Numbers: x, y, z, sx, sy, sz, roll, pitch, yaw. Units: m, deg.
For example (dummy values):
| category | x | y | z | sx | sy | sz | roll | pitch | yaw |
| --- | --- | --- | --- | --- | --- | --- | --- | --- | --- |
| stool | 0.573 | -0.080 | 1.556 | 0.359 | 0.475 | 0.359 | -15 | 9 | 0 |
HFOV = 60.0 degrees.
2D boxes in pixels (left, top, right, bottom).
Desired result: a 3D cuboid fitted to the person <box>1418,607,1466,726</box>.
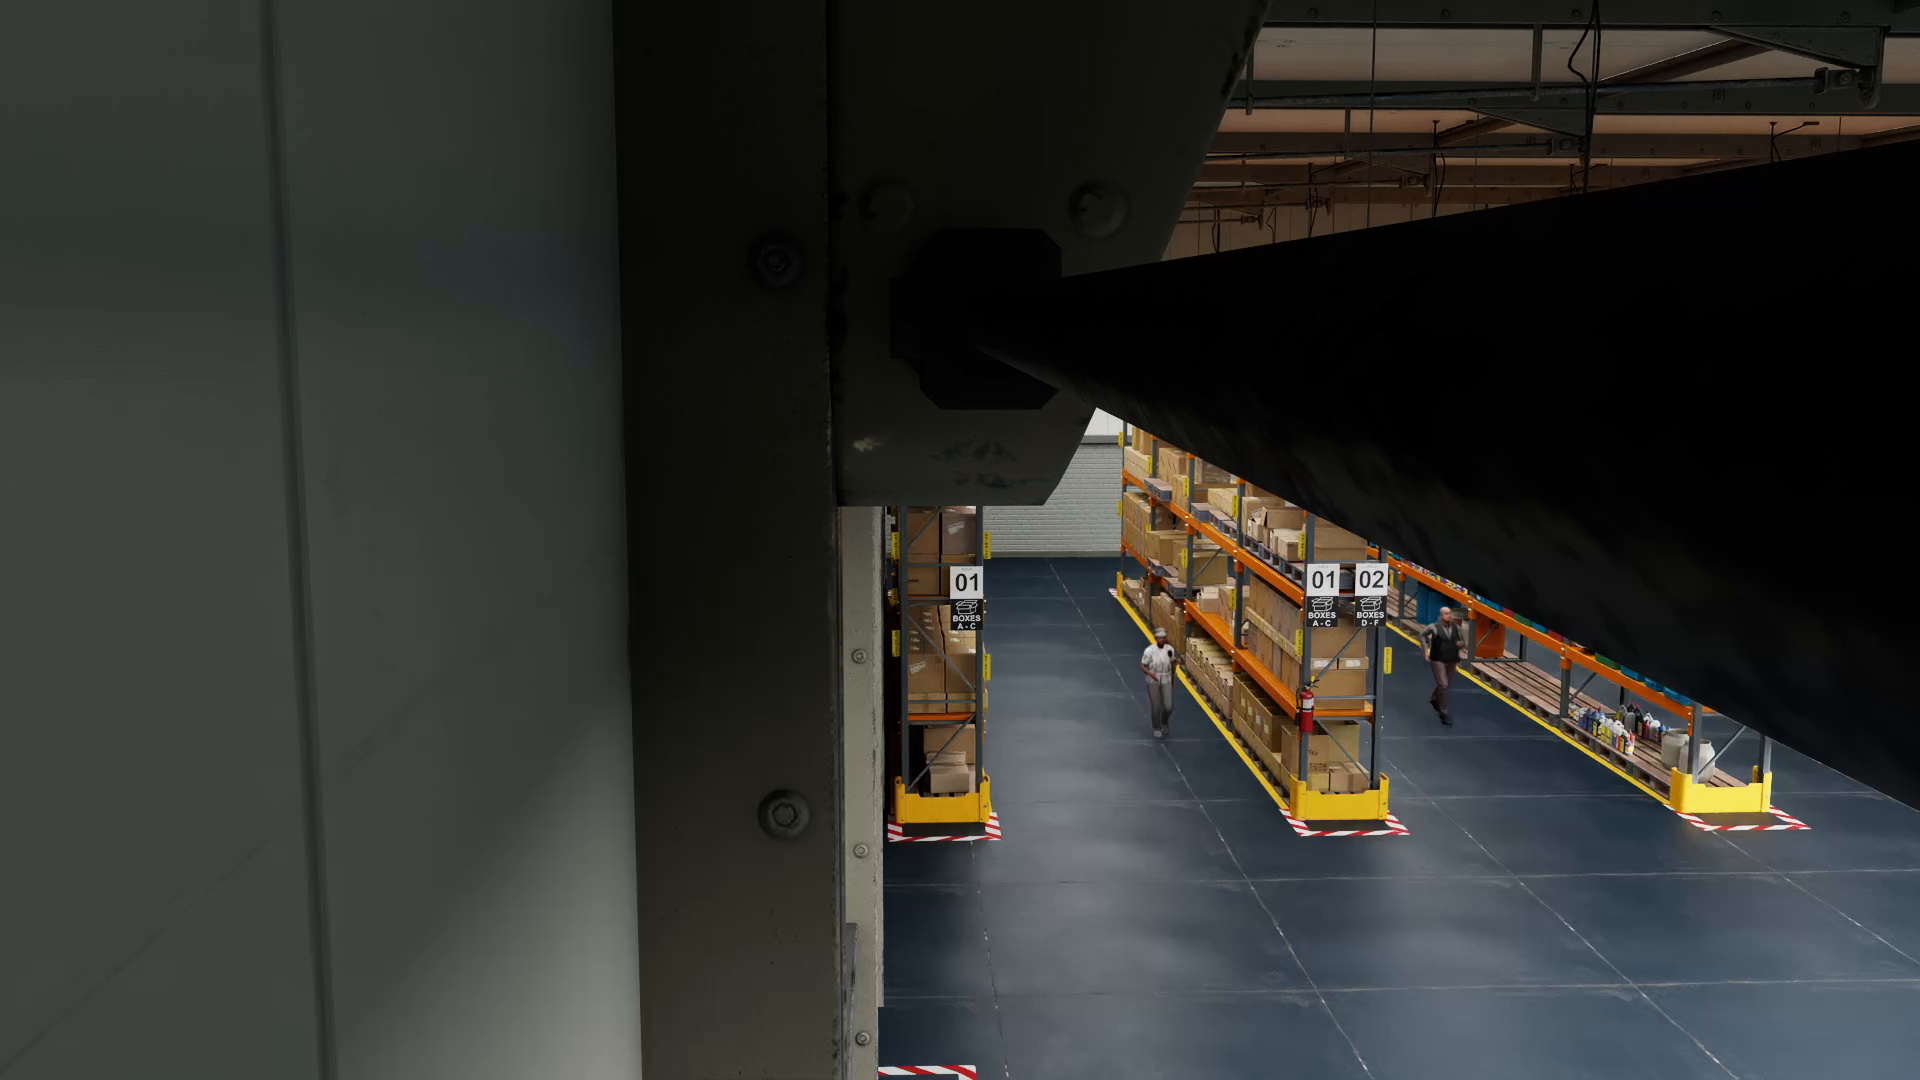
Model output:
| category | x | y | z | sx | sy | sz | roll | pitch | yaw |
| --- | --- | --- | --- | --- | --- | --- | --- | --- | --- |
| person | 7.413 | 1.893 | 25.487 | 0.638 | 1.753 | 0.874 | -2 | 8 | -13 |

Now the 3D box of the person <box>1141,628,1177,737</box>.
| category | x | y | z | sx | sy | sz | roll | pitch | yaw |
| --- | --- | --- | --- | --- | --- | --- | --- | --- | --- |
| person | 2.933 | 2.092 | 24.350 | 0.576 | 1.660 | 0.573 | -1 | 8 | -4 |
